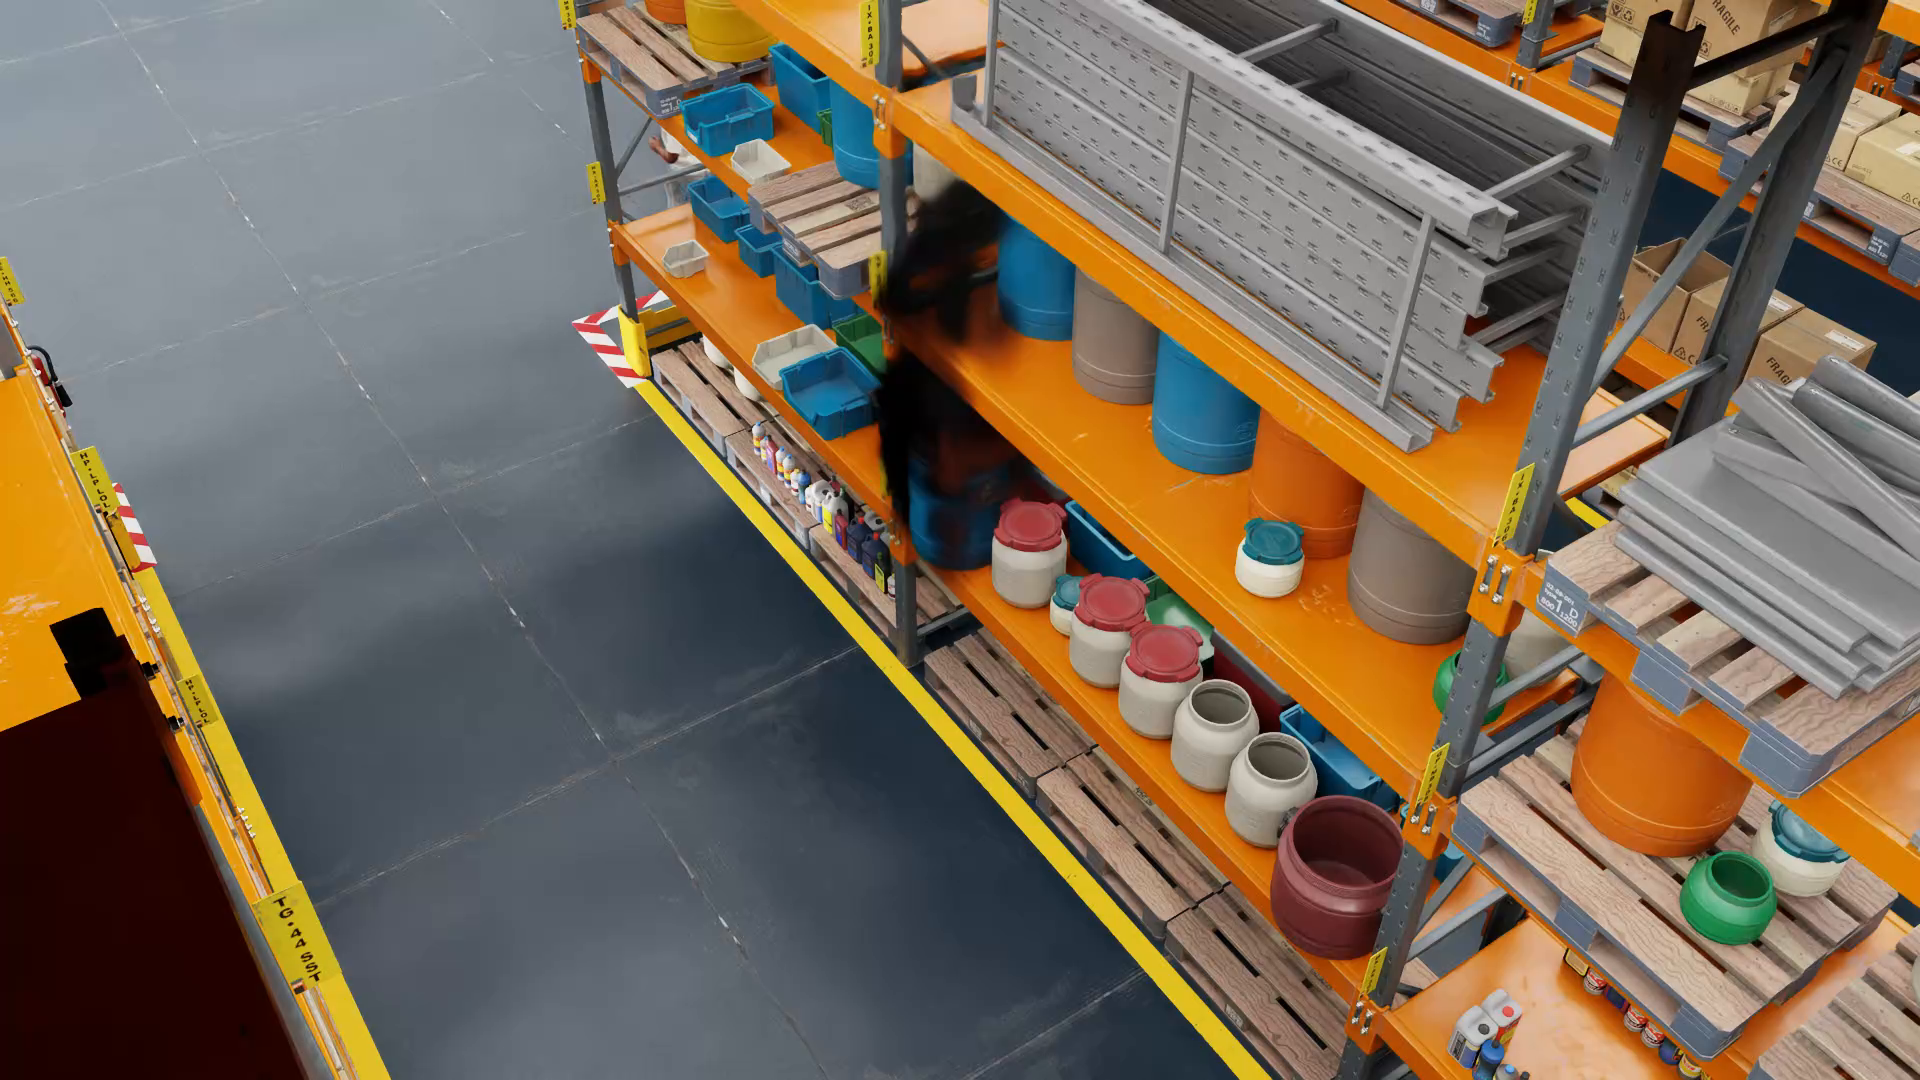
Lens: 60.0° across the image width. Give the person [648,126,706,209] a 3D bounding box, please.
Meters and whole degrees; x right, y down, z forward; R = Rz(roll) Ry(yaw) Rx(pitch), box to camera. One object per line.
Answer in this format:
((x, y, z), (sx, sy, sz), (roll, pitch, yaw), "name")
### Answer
((-2.295, -3.138, 13.857), (0.900, 1.756, 0.724), (7, 43, 8), "person")
